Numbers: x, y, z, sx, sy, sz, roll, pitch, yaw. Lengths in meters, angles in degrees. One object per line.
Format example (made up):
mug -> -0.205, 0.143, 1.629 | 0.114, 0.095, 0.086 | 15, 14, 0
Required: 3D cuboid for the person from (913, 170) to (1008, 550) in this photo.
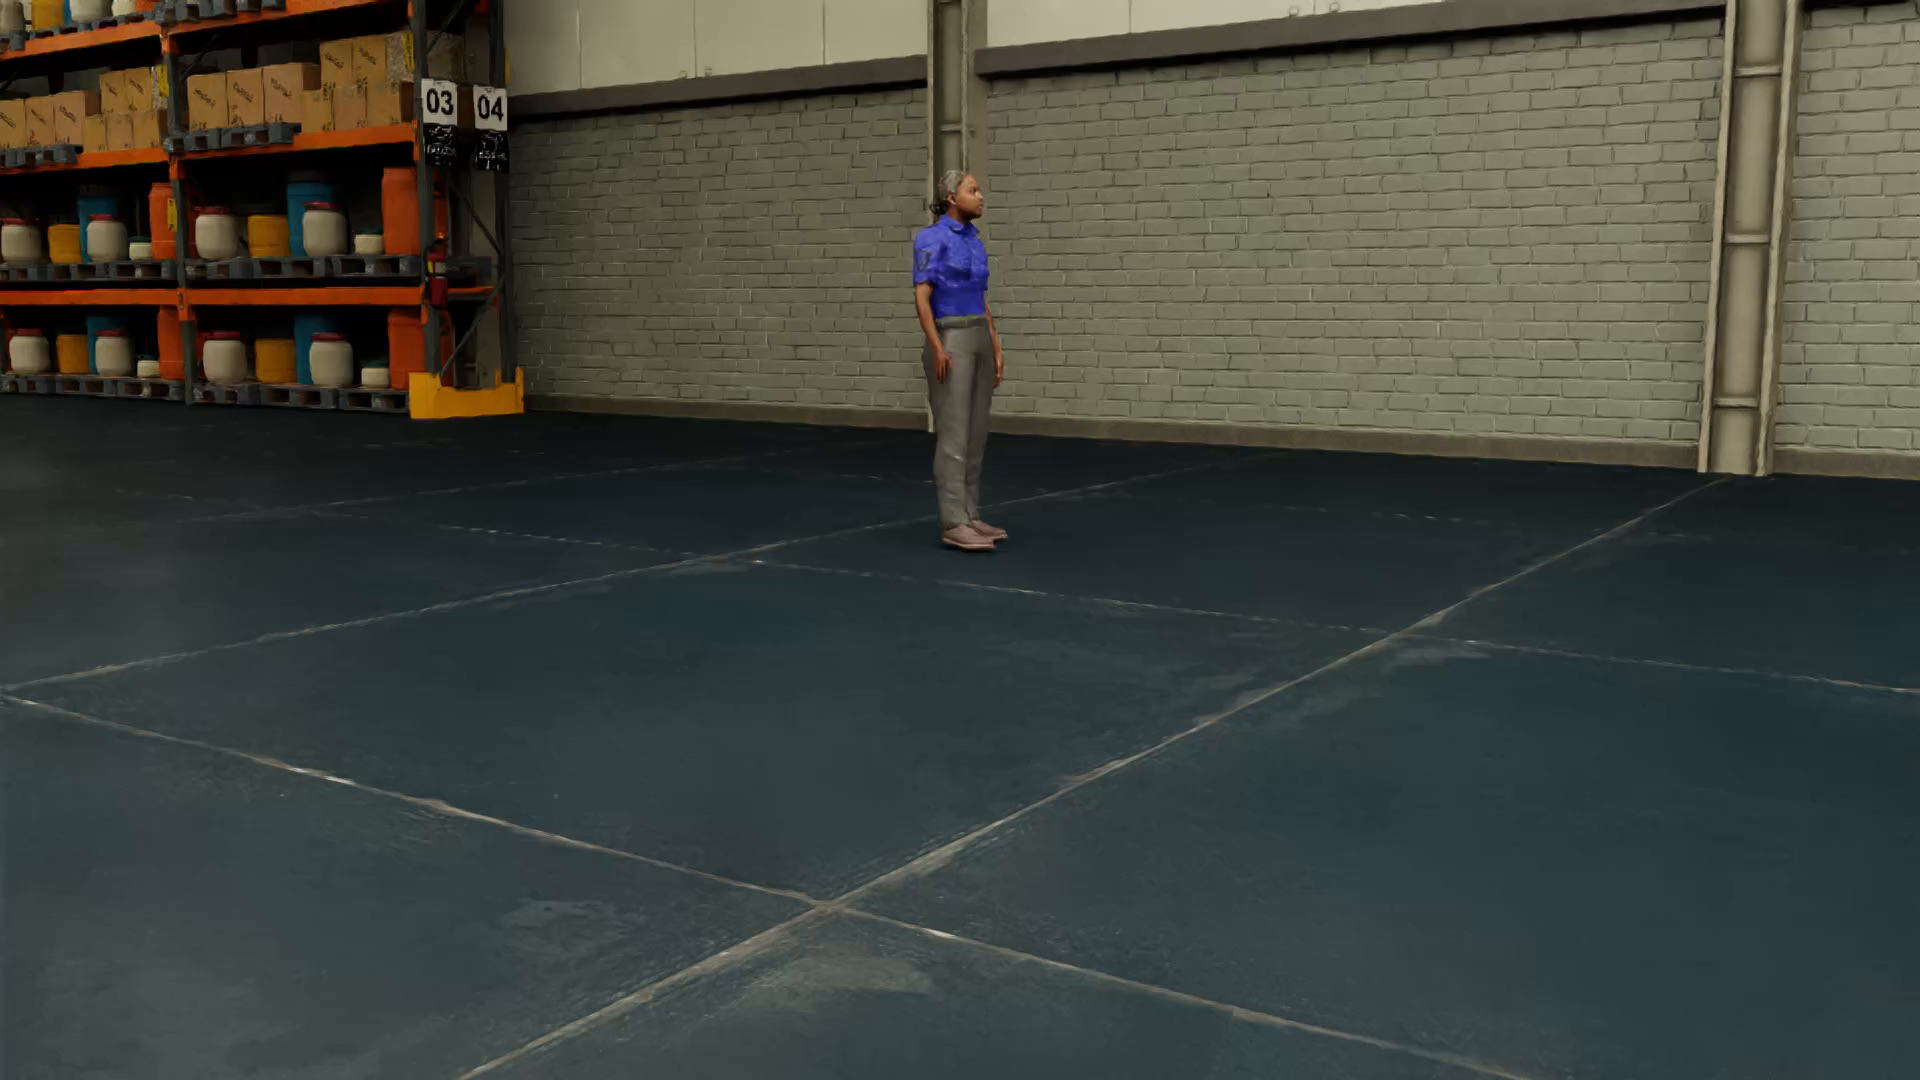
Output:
person -> 0.062, -0.817, 7.422 | 0.503, 1.654, 0.570 | 5, 10, 34
